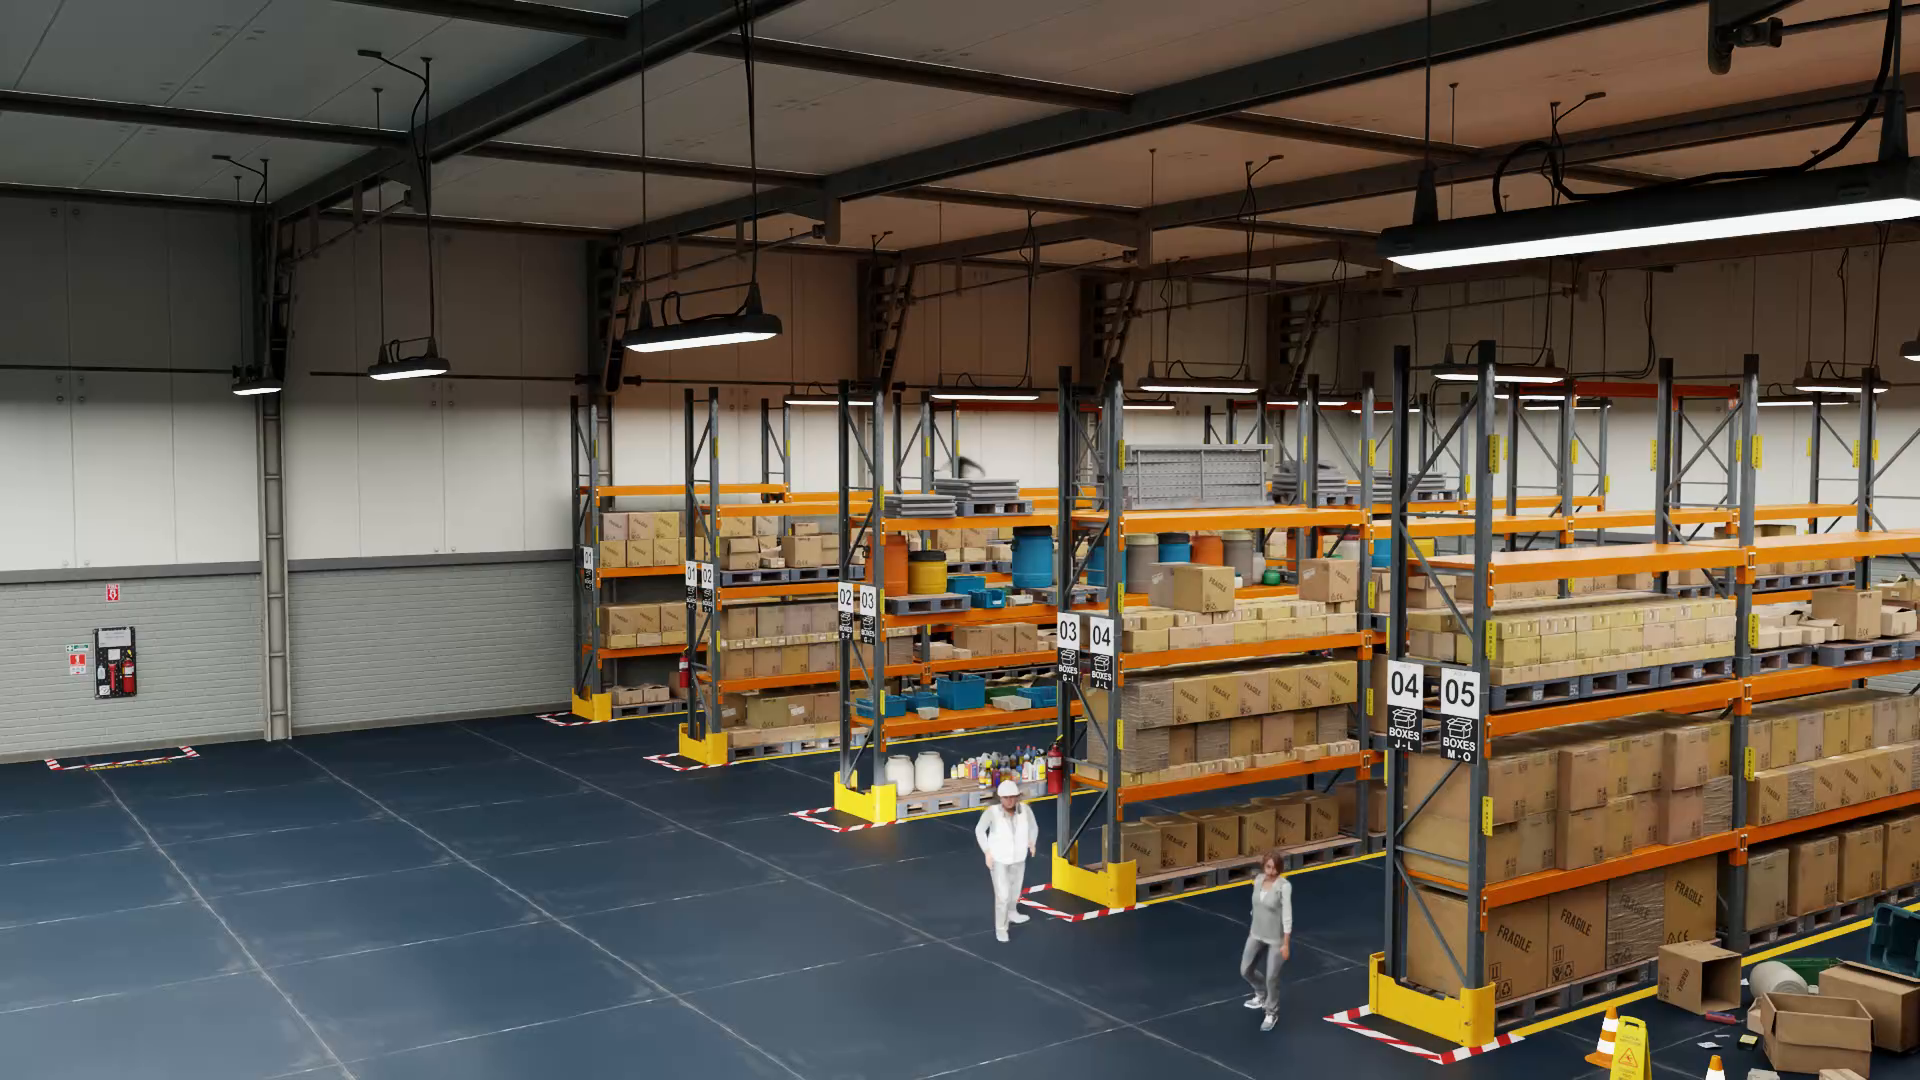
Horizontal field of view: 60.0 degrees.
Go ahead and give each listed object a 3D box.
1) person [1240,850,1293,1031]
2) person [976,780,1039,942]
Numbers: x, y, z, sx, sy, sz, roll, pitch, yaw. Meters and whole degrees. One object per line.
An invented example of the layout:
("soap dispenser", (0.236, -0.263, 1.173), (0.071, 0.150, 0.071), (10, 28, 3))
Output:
("person", (2.712, 3.496, 14.598), (0.538, 1.610, 0.443), (3, 5, 42))
("person", (0.513, 3.290, 17.284), (0.711, 1.700, 0.899), (-2, 4, -24))
